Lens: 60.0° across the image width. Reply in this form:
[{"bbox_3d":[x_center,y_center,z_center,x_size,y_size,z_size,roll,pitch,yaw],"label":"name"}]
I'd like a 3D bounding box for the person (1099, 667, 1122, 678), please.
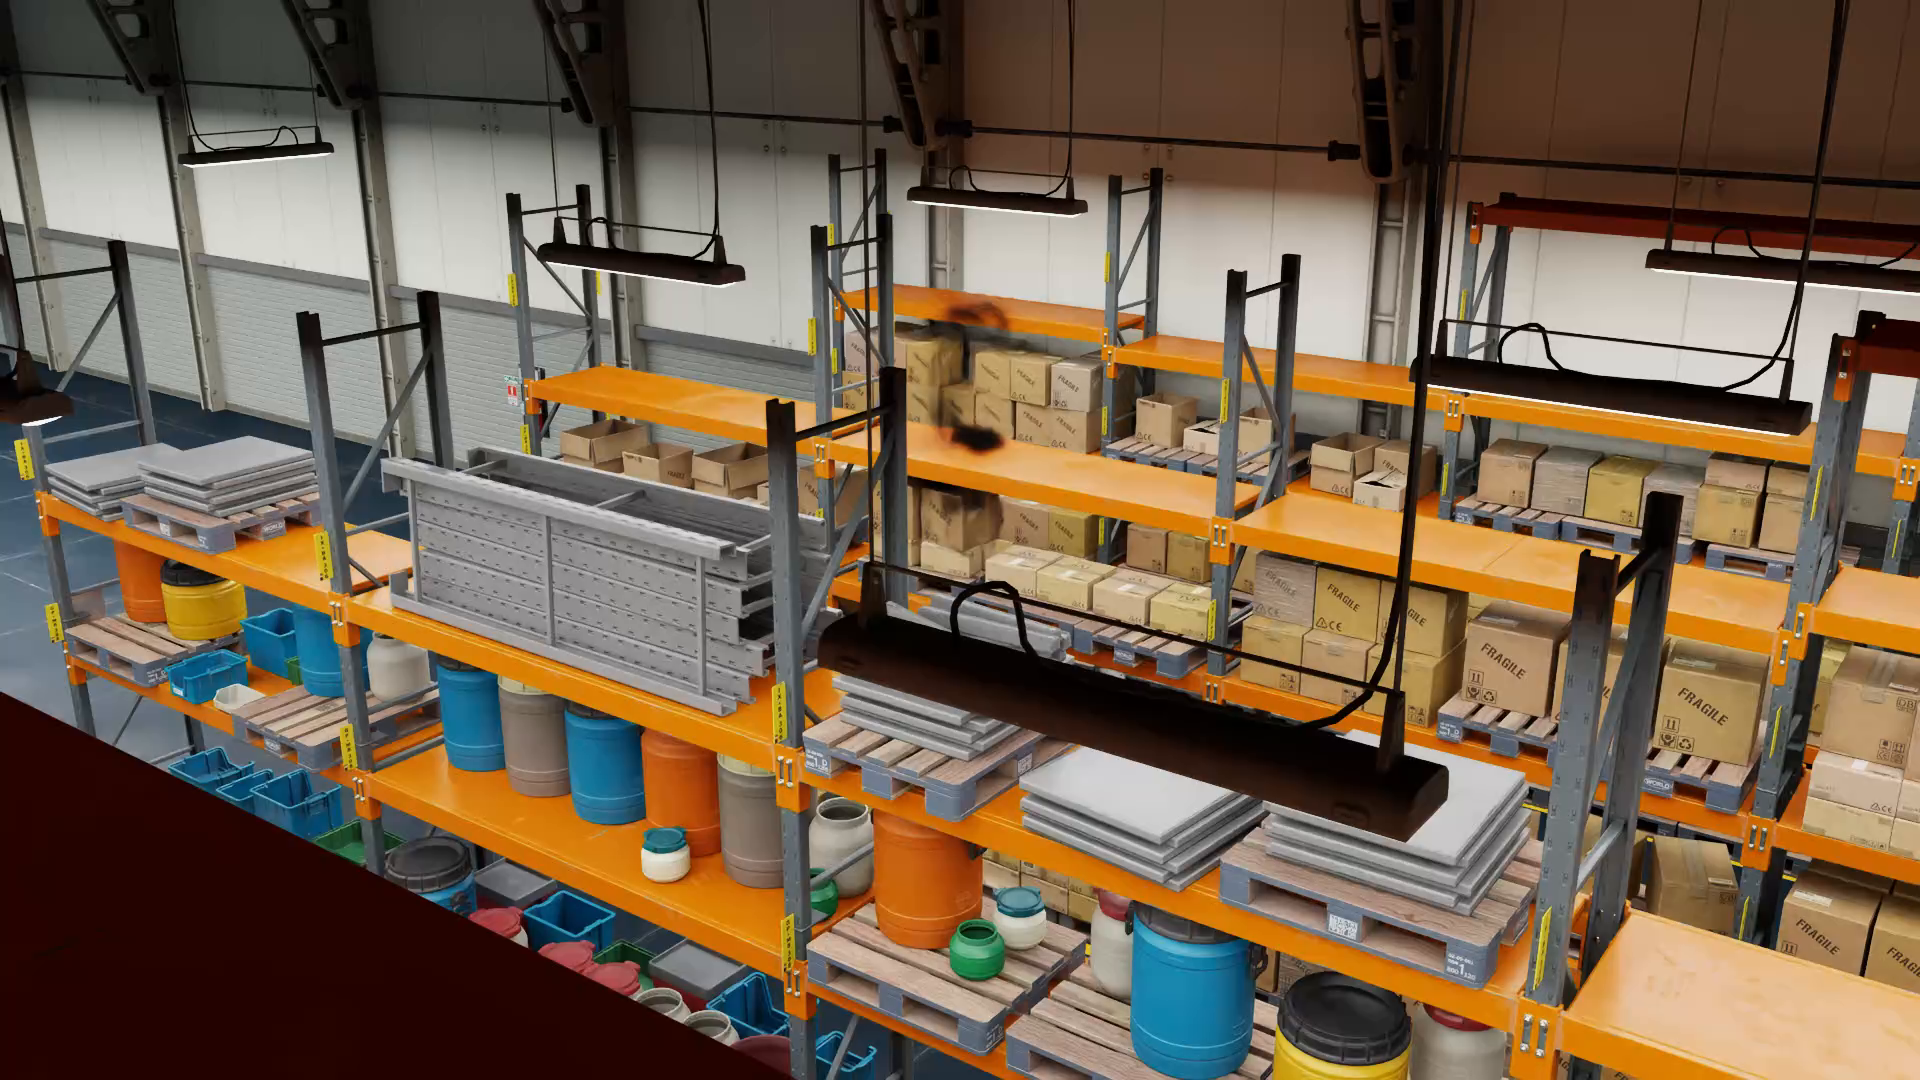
[{"bbox_3d":[1.470,2.033,16.467,0.604,1.667,0.585,11,21,29],"label":"person"}]
